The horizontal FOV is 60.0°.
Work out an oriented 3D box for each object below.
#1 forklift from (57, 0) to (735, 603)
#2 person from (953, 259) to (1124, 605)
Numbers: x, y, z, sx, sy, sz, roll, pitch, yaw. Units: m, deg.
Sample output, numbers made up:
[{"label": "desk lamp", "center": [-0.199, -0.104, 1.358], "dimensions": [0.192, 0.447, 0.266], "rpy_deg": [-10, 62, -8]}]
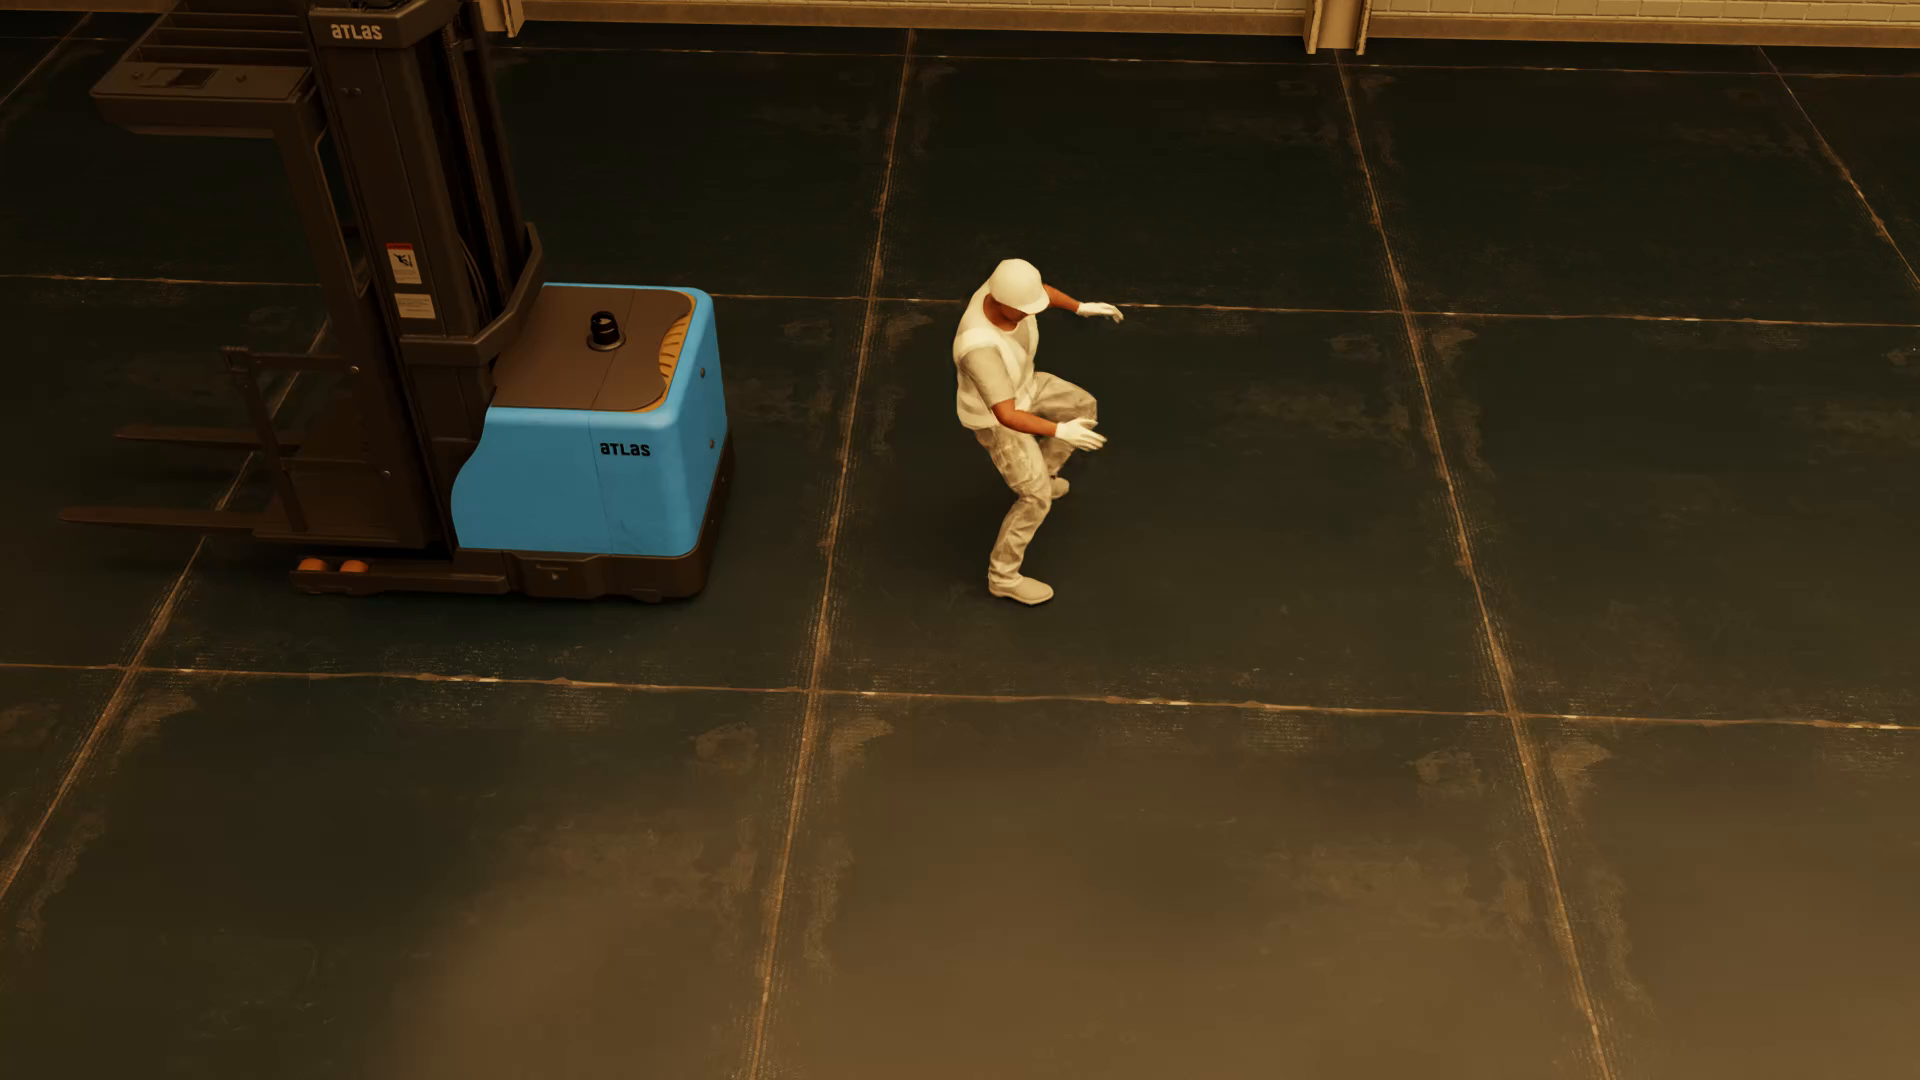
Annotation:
[{"label": "forklift", "center": [-2.651, -1.182, 7.037], "dimensions": [3.031, 2.935, 1.130], "rpy_deg": [2, 42, 3]}, {"label": "person", "center": [0.374, -0.612, 7.424], "dimensions": [0.766, 1.574, 1.004], "rpy_deg": [15, 44, 15]}]
